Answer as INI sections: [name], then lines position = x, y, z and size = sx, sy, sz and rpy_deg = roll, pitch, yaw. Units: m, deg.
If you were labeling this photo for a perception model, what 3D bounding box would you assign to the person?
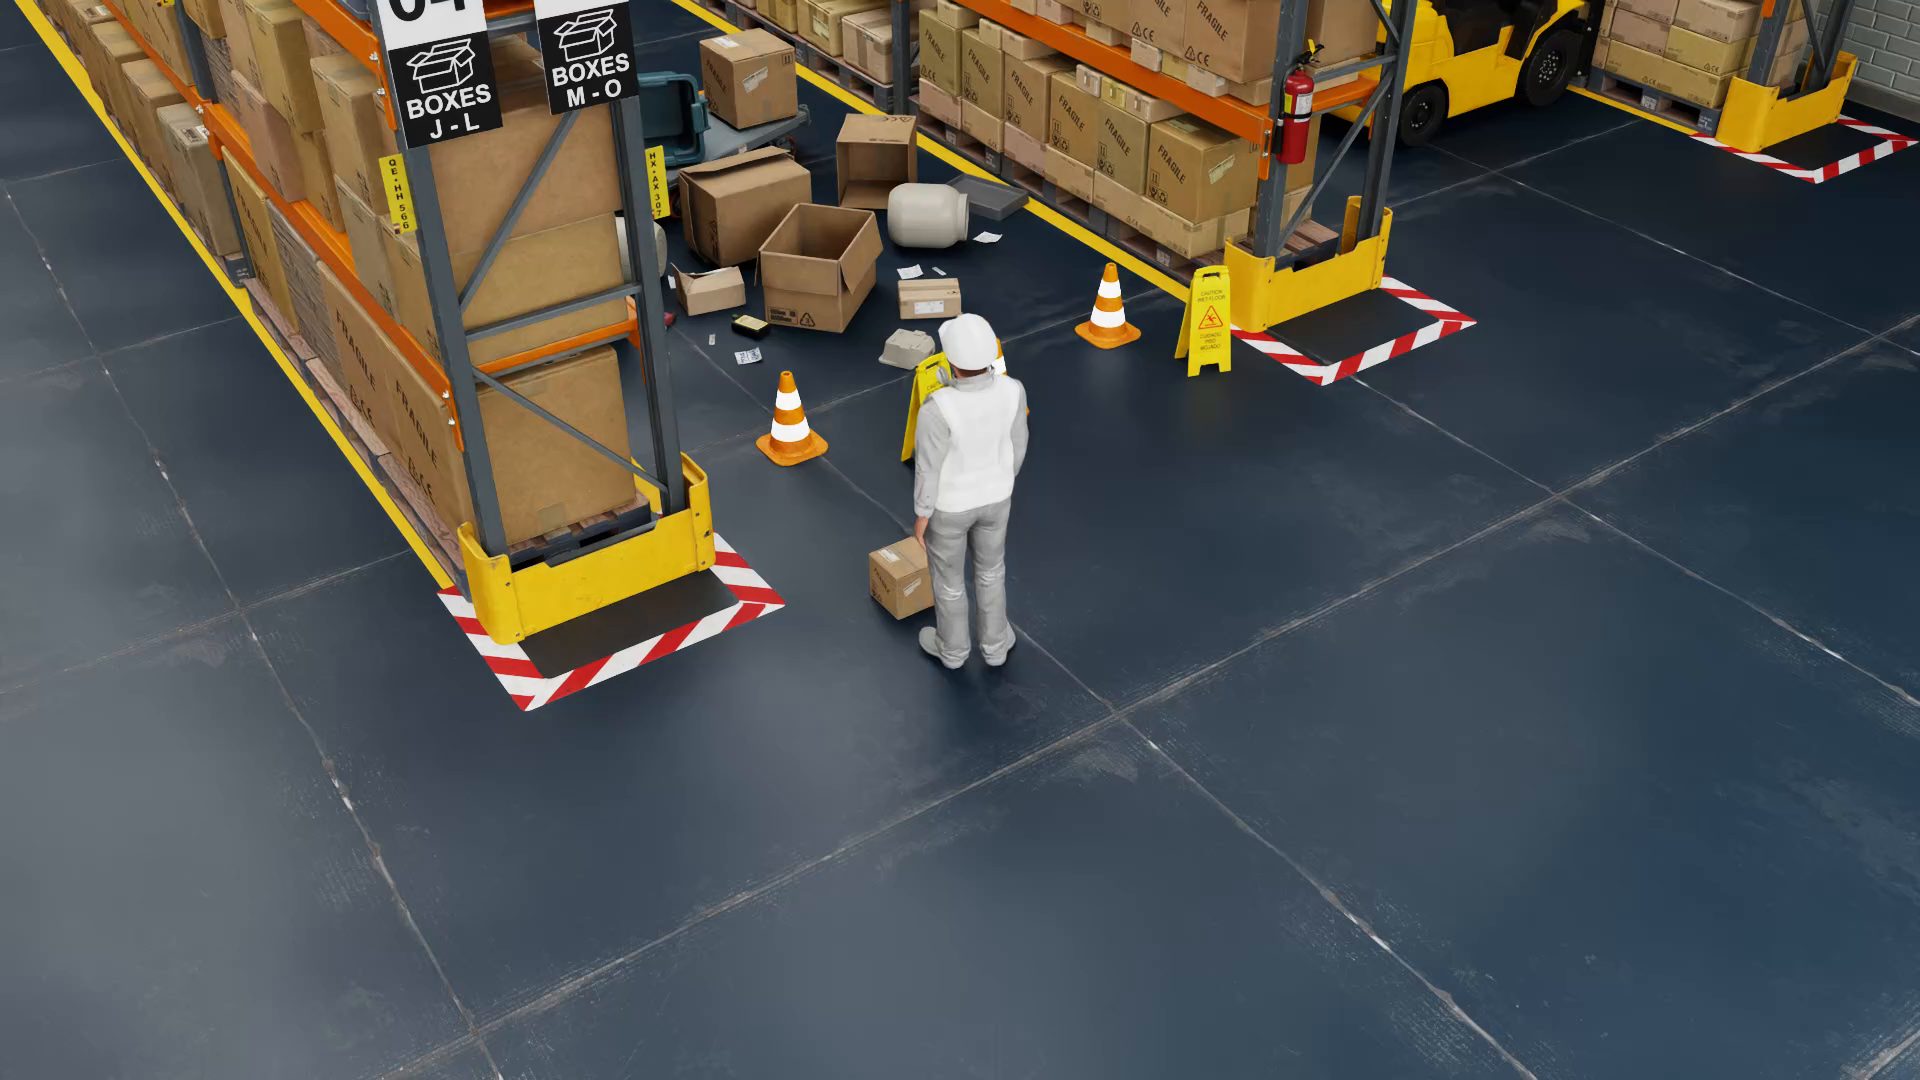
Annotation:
[person]
position = 0.032, -0.203, 7.231
size = 0.557, 1.773, 0.384
rpy_deg = -17, 39, -22
